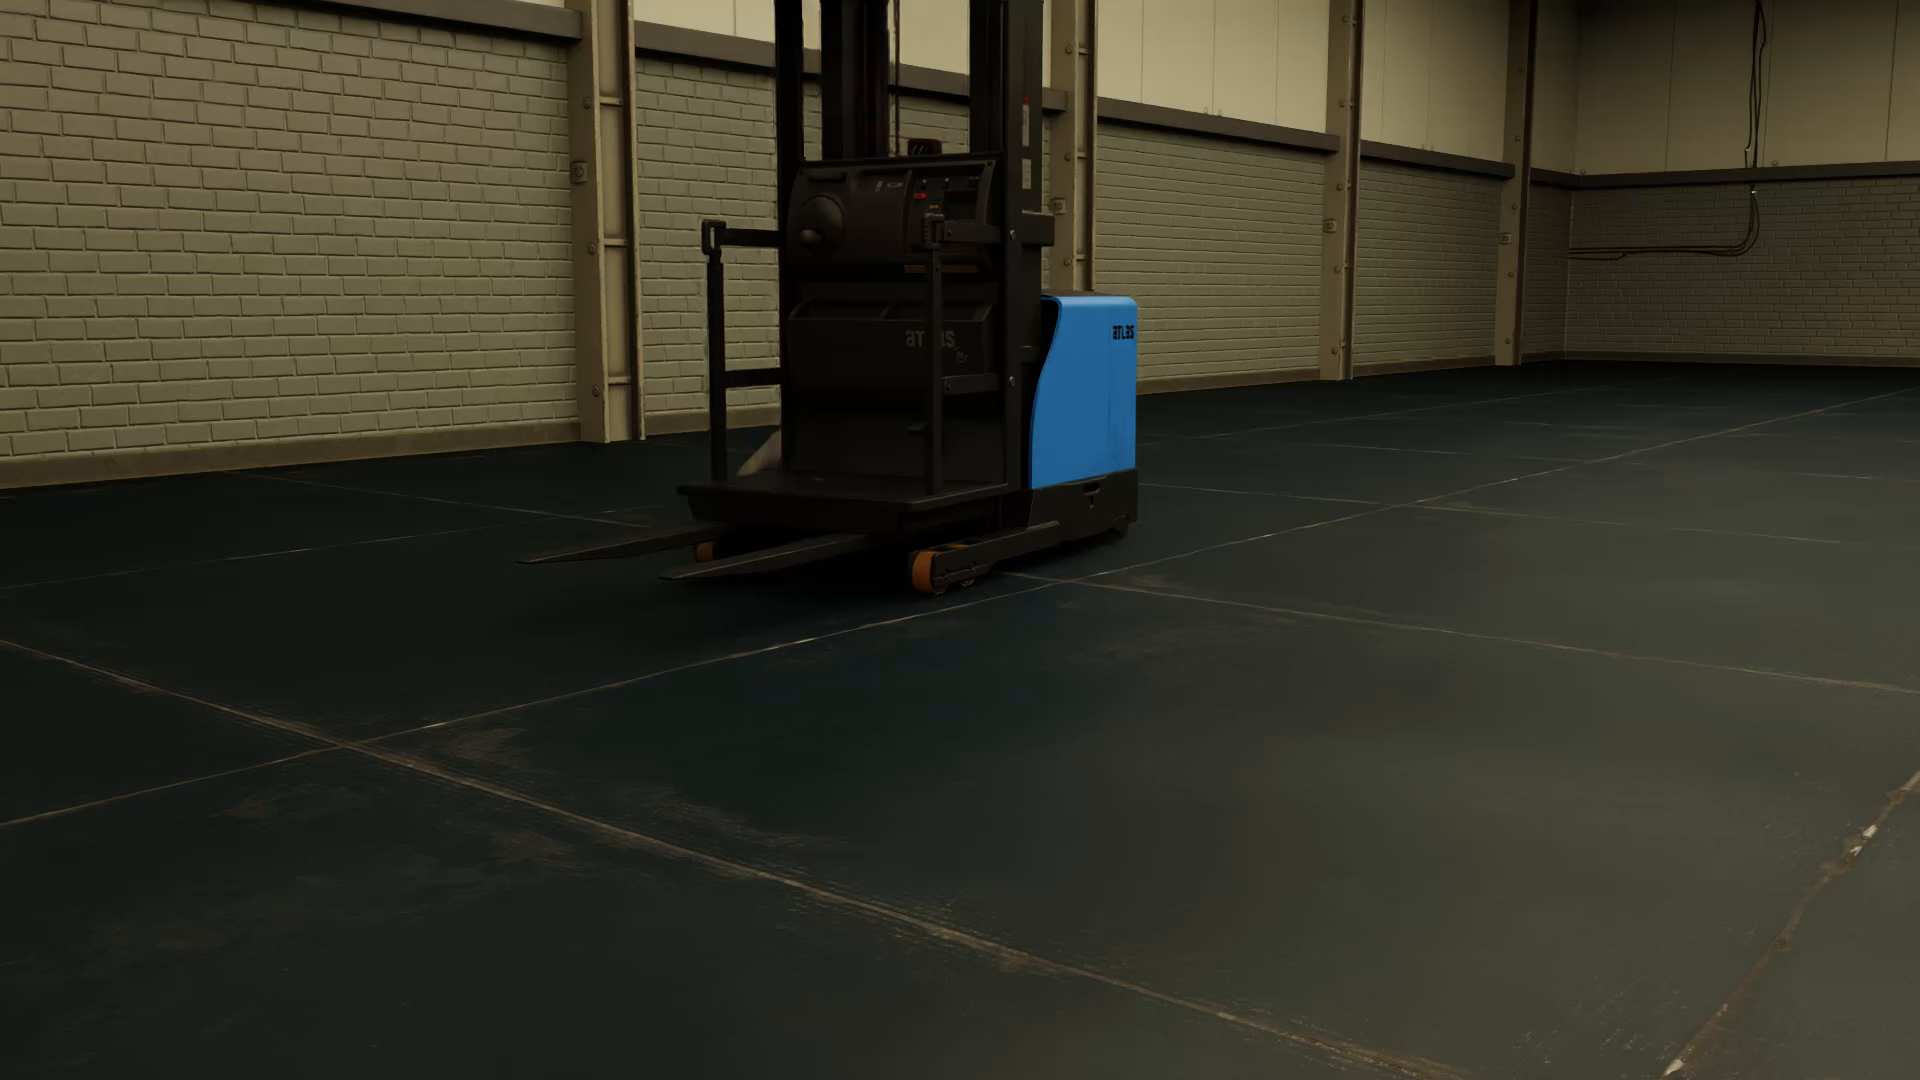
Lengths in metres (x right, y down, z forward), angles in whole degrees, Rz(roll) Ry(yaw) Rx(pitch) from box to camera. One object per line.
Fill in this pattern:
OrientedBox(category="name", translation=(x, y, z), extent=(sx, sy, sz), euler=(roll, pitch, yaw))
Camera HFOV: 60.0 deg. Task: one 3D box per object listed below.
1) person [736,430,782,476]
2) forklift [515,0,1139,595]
OrientedBox(category="person", translation=(-0.581, -0.896, 8.445), extent=(0.892, 1.472, 1.175), euler=(-6, 10, -35))
OrientedBox(category="forklift", translation=(-0.385, -1.326, 6.341), extent=(1.130, 2.935, 3.031), euler=(5, 10, 31))
